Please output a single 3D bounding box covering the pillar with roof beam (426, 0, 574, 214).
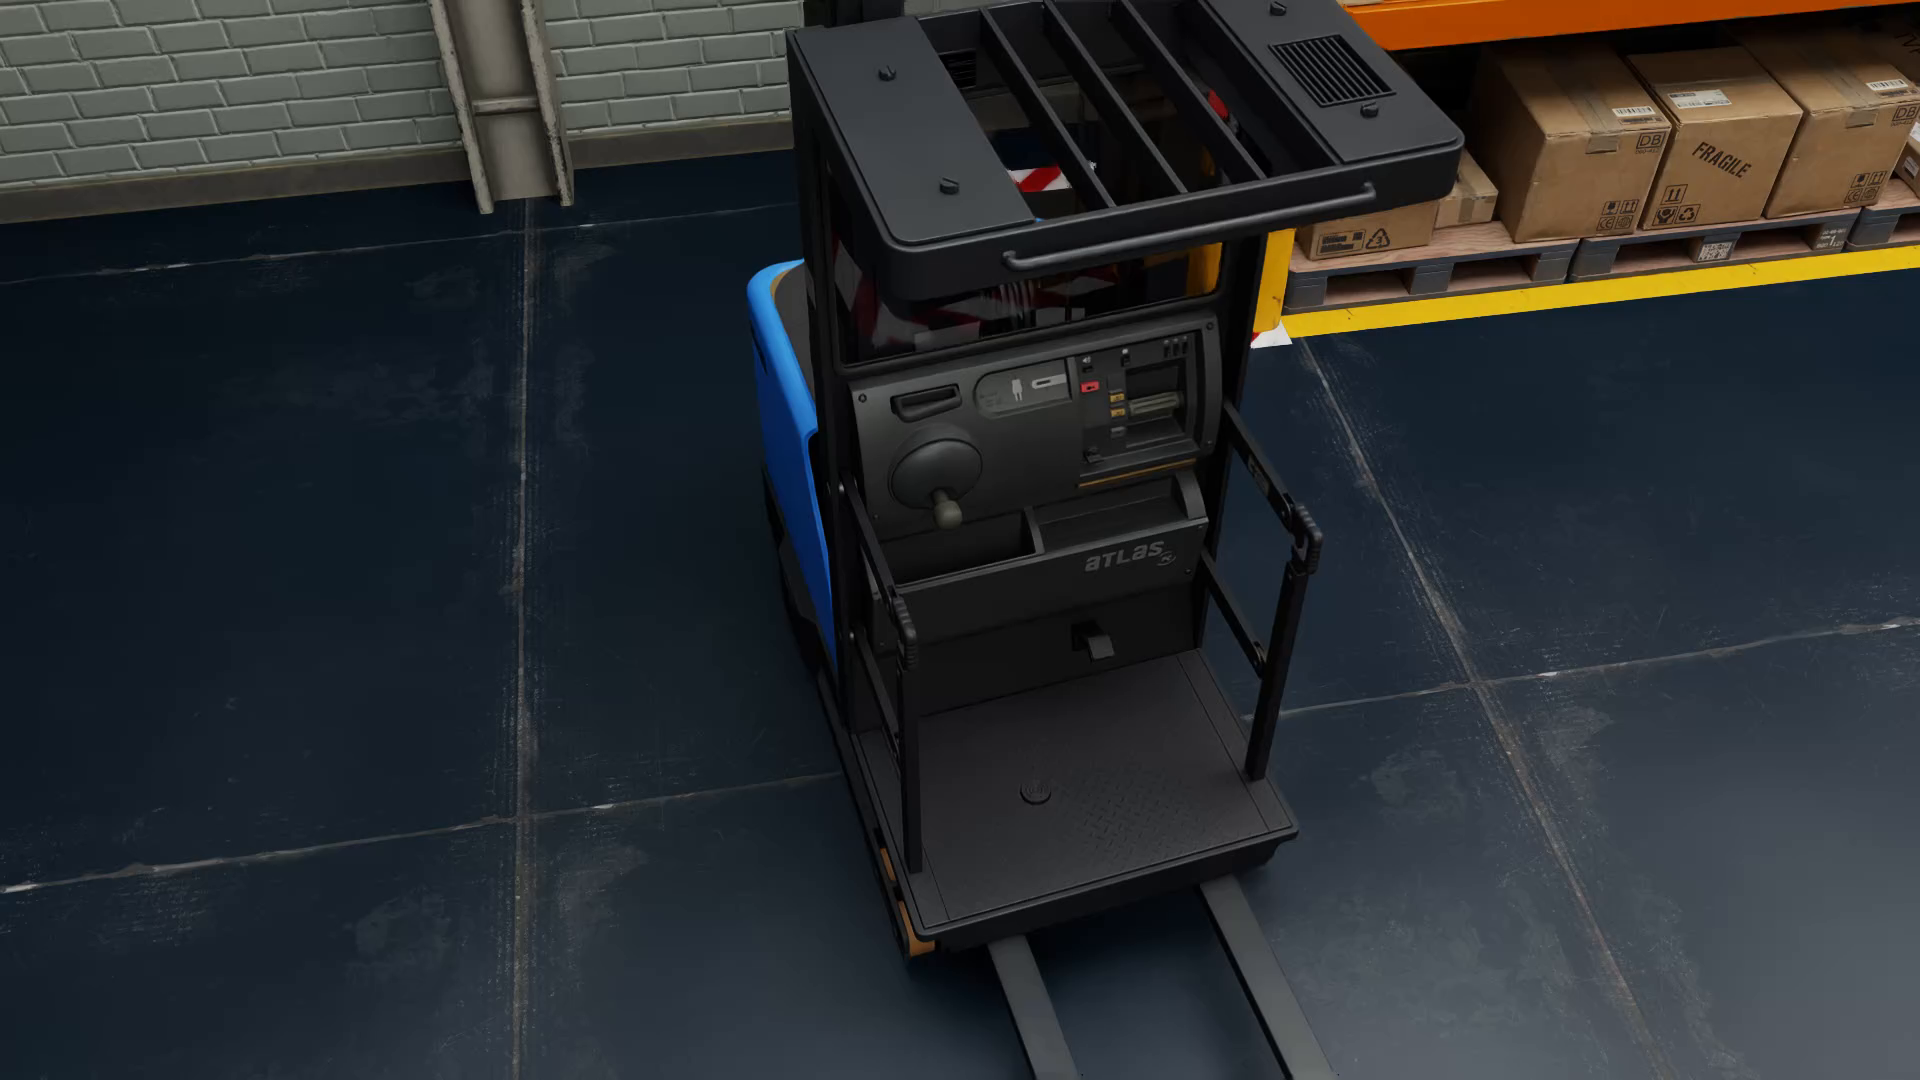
[{"bbox_3d":[-1.145,-1.590,1.033,0.400,9.000,9.100,-7,46,-7],"label":"pillar with roof beam"}]

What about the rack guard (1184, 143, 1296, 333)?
[{"bbox_3d":[1.006,-1.397,6.749,0.348,0.500,1.175,-7,46,-7],"label":"rack guard"}]

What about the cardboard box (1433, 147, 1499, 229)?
[{"bbox_3d":[1.976,-1.444,6.746,0.250,0.149,0.380,-9,47,-8],"label":"cardboard box"}]

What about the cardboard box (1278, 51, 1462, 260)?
[{"bbox_3d":[1.550,-1.542,6.595,0.637,0.503,0.797,-9,47,-8],"label":"cardboard box"}]

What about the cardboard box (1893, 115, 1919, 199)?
[{"bbox_3d":[4.022,-1.622,6.837,0.258,0.266,0.396,-6,46,-5],"label":"cardboard box"}]

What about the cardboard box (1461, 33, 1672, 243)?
[{"bbox_3d":[2.399,-1.618,6.670,0.500,0.500,0.700,-5,46,-5],"label":"cardboard box"}]

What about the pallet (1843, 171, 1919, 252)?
[{"bbox_3d":[4.196,-1.695,7.236,1.213,0.211,1.003,-7,46,-7],"label":"pallet"}]

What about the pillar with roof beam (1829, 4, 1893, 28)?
[{"bbox_3d":[4.767,-2.327,1.743,0.400,9.000,9.100,-7,46,-7],"label":"pillar with roof beam"}]

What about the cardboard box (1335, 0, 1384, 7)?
[{"bbox_3d":[1.302,-2.013,5.781,0.250,0.149,0.380,-7,47,-7],"label":"cardboard box"}]

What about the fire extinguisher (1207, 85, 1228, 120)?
[{"bbox_3d":[0.865,-1.752,5.668,0.183,0.674,0.296,-7,46,-7],"label":"fire extinguisher"}]

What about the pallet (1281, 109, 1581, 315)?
[{"bbox_3d":[1.792,-1.395,6.948,1.213,0.211,1.003,-7,46,-7],"label":"pallet"}]

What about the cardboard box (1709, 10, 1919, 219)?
[{"bbox_3d":[3.422,-1.746,6.793,0.500,0.500,0.700,-9,47,-8],"label":"cardboard box"}]

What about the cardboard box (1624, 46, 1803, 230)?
[{"bbox_3d":[2.937,-1.612,6.665,0.500,0.500,0.500,-6,46,-6],"label":"cardboard box"}]

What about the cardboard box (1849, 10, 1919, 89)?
[{"bbox_3d":[4.182,-2.045,7.213,0.500,0.311,0.500,-6,46,-5],"label":"cardboard box"}]

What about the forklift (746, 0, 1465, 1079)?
[{"bbox_3d":[0.266,-0.193,3.901,1.130,2.935,3.031,-13,47,-12],"label":"forklift"}]

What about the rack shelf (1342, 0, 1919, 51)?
[{"bbox_3d":[2.902,-2.251,6.335,4.000,0.370,1.077,-7,46,-7],"label":"rack shelf"}]

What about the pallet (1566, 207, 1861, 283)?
[{"bbox_3d":[2.991,-1.542,7.090,1.213,0.211,1.003,-7,46,-7],"label":"pallet"}]

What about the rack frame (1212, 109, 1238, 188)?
[{"bbox_3d":[0.931,-2.255,5.839,0.127,3.000,1.000,-7,46,-7],"label":"rack frame"}]
